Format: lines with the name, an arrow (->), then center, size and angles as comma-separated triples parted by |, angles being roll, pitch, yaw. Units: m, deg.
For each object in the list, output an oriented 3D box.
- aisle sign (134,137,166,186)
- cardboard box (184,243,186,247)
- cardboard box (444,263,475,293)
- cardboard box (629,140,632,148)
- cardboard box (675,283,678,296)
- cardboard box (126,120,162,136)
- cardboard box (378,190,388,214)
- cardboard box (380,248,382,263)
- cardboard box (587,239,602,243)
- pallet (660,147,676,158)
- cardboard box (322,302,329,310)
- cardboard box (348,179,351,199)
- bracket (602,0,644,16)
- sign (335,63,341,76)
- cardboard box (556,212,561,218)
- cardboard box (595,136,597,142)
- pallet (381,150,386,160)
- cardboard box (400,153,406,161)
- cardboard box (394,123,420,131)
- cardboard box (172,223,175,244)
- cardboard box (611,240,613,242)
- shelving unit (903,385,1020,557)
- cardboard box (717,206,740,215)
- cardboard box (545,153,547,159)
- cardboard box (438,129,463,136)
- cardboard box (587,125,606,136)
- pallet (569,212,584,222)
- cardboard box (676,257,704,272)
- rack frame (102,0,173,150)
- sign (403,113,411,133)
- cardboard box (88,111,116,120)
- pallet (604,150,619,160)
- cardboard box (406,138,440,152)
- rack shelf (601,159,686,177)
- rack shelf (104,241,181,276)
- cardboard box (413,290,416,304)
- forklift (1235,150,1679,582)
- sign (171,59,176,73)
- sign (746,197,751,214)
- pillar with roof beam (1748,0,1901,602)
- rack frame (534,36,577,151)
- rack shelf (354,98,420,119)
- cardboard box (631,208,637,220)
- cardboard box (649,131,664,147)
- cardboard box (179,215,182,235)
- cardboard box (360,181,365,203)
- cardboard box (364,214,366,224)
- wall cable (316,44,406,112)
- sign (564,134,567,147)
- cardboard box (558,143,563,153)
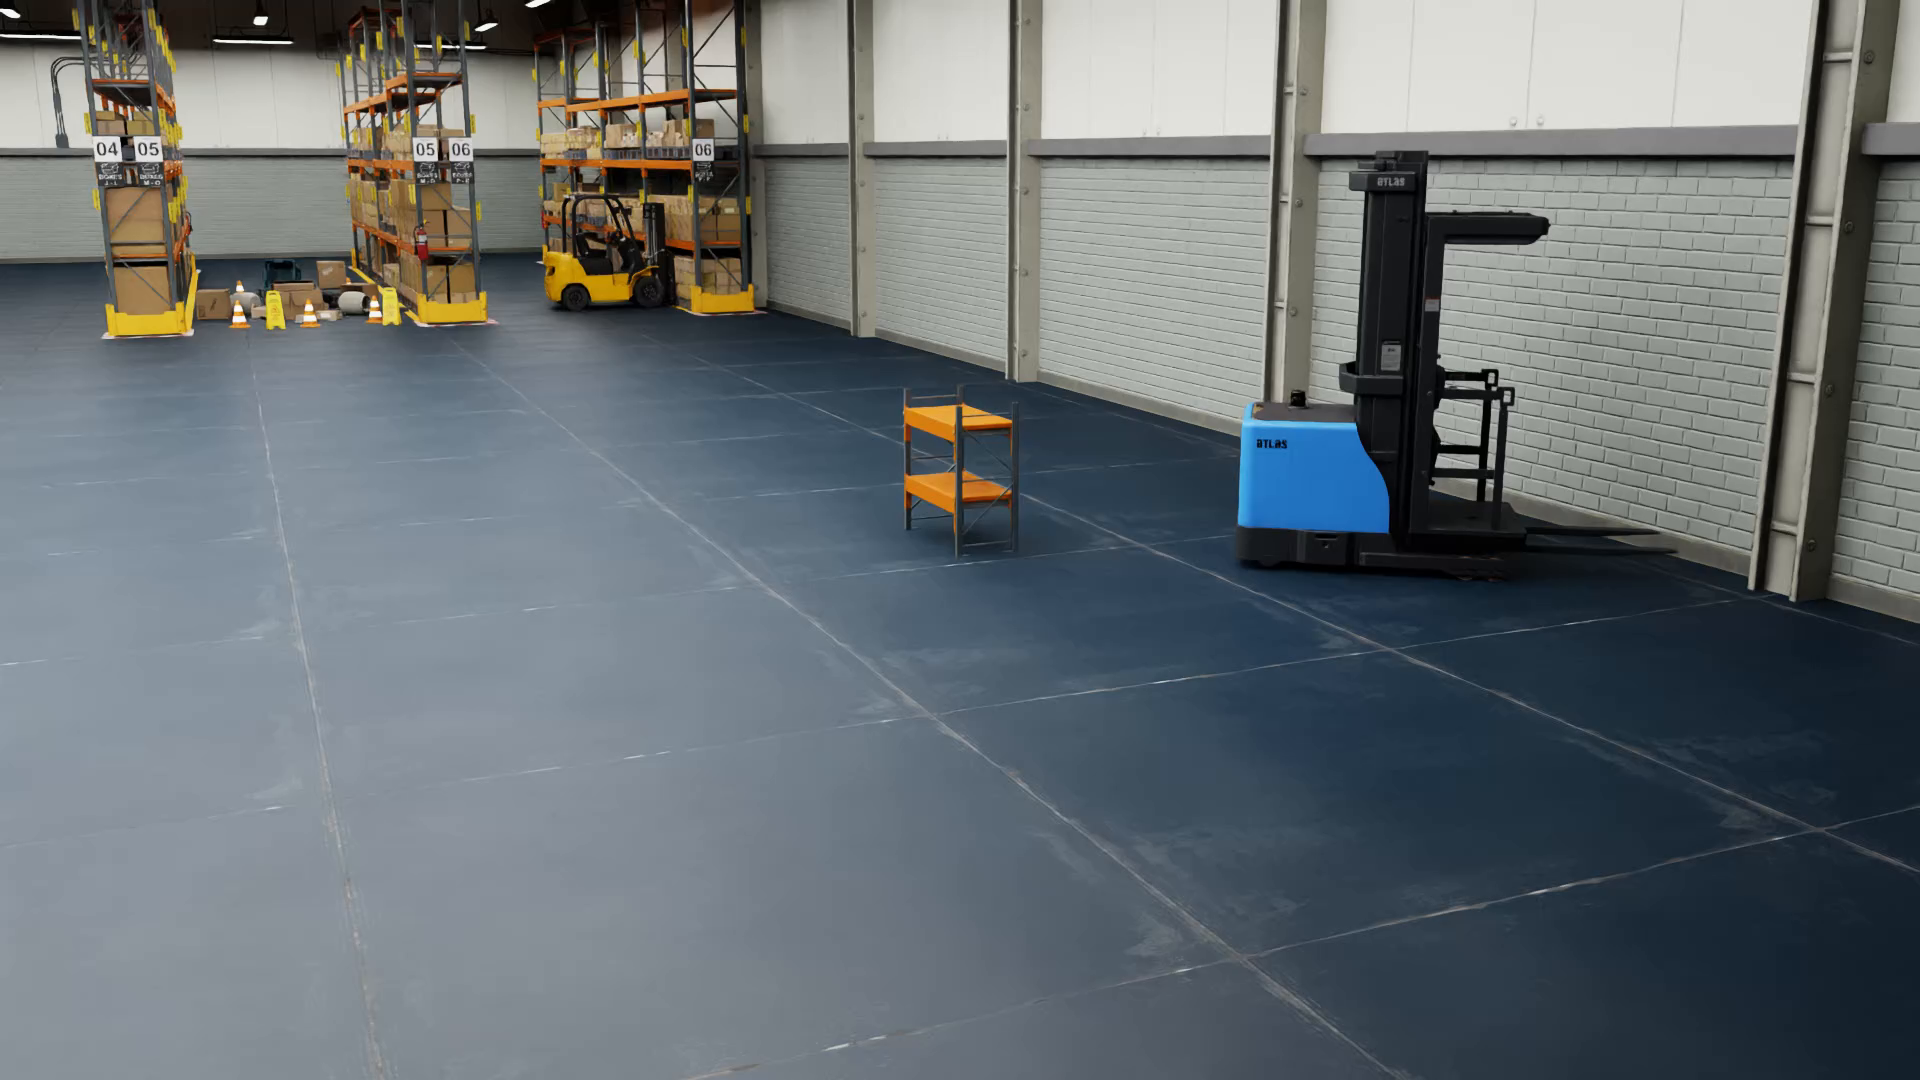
aisle sign -> -13.268, -6.197, 27.228 | 0.394, 0.787, 0.004 | -6, 14, -23
cardboard box -> -17.655, -6.511, 37.299 | 0.500, 0.250, 0.500 | -5, 14, -20
cardboard box -> -9.156, -4.813, 30.517 | 0.500, 0.500, 0.500 | -6, 14, -25
cardboard box -> -6.851, -8.454, 35.495 | 0.380, 0.149, 0.250 | -6, 14, -23
cardboard box -> -5.390, -4.977, 32.887 | 0.500, 0.250, 0.500 | -5, 14, -22
cardboard box -> -13.530, -6.828, 27.585 | 0.500, 0.250, 0.500 | -6, 14, -23
cardboard box -> -12.313, -7.323, 36.047 | 0.500, 0.500, 0.500 | -6, 14, -25
cardboard box -> -12.835, -6.543, 38.270 | 0.875, 0.875, 0.875 | -5, 14, -22
cardboard box -> -9.020, -7.362, 41.198 | 0.380, 0.149, 0.250 | -6, 14, -24
pallet -> -5.282, -7.654, 32.834 | 1.003, 0.211, 1.213 | -6, 14, -23
cardboard box -> -12.319, -4.518, 31.804 | 0.396, 0.266, 0.258 | 6, 14, 26
cardboard box -> -15.555, -9.103, 43.109 | 0.500, 0.500, 0.500 | -6, 14, -24
bracket -> -7.910, -12.563, 39.209 | 0.076, 0.066, 4.783 | -6, 14, -23
sign -> -15.997, -12.098, 42.762 | 0.100, 0.325, 0.005 | -6, 14, -23
cardboard box -> -10.464, -8.603, 43.944 | 0.380, 0.149, 0.250 | -5, 14, -22
cardboard box -> -8.305, -9.374, 38.857 | 0.380, 0.149, 0.250 | -6, 14, -25
pallet -> -11.247, -7.934, 34.261 | 1.213, 0.211, 1.003 | -6, 14, -23
cardboard box -> -10.132, -7.087, 30.743 | 0.380, 0.149, 0.250 | -6, 14, -24
cardboard box -> -11.028, -8.157, 33.103 | 0.500, 0.250, 0.500 | -5, 14, -22
cardboard box -> -14.774, -5.631, 30.215 | 0.875, 0.550, 0.550 | -6, 14, -23
cardboard box -> -8.368, -7.304, 40.949 | 0.380, 0.149, 0.250 | -5, 14, -22
shelving unit -> -0.003, -0.549, 12.749 | 0.538, 1.125, 1.048 | -6, 14, -23
cardboard box -> -4.428, -6.294, 31.750 | 0.380, 0.149, 0.250 | -6, 14, -24
cardboard box -> -11.025, -10.393, 45.028 | 0.380, 0.149, 0.250 | -5, 14, -22
cardboard box -> -9.032, -7.205, 29.487 | 0.380, 0.149, 0.250 | -6, 14, -23
cardboard box -> -9.015, -10.145, 41.224 | 0.396, 0.266, 0.258 | -6, 14, -23
pallet -> -9.117, -8.046, 41.408 | 1.003, 0.211, 1.213 | -6, 14, -23
cardboard box -> -5.210, -5.359, 32.323 | 0.500, 0.250, 0.500 | -5, 14, -22
rack frame -> -16.776, -9.494, 33.933 | 1.000, 3.000, 0.127 | -6, 14, -23
sign -> -9.593, -7.233, 28.853 | 0.100, 0.325, 0.005 | -6, 14, -23
cardboard box -> -14.018, -6.938, 27.177 | 0.380, 0.149, 0.250 | -5, 14, -22
pallet -> -7.381, -8.725, 37.684 | 1.213, 0.211, 1.003 | -5, 14, -20
cardboard box -> -9.529, -7.001, 29.486 | 0.500, 0.250, 0.500 | -6, 14, -24
rack shelf -> -6.934, -8.186, 36.529 | 1.077, 0.370, 4.000 | -6, 14, -23
rack shelf -> -14.373, -4.981, 29.334 | 1.077, 0.370, 4.000 | -6, 14, -23
cardboard box -> -9.847, -4.502, 30.834 | 0.500, 0.250, 0.500 | -6, 14, -23
forklift -> 3.560, -1.268, 11.846 | 3.031, 2.935, 1.130 | 3, 13, 11
sign -> -19.464, -11.725, 41.149 | 0.100, 0.325, 0.005 | -6, 14, -23
sign -> -4.019, -6.345, 31.535 | 0.100, 0.325, 0.005 | -6, 14, -23
pillar with roof beam -> 1.686, -3.636, 8.623 | 9.100, 9.000, 0.400 | -6, 14, -23
rack frame -> -10.939, -12.064, 45.036 | 1.000, 3.000, 0.127 | -6, 14, -23
rack shelf -> -13.082, -9.830, 37.866 | 1.077, 0.370, 4.000 | -6, 14, -23
cardboard box -> -6.776, -7.016, 35.756 | 0.500, 0.250, 0.500 | -6, 14, -24
cardboard box -> -6.022, -8.139, 33.776 | 0.500, 0.311, 0.500 | -5, 14, -22
cardboard box -> -16.151, -6.448, 33.855 | 0.500, 0.500, 0.500 | -6, 14, -23
cardboard box -> -13.971, -8.284, 39.573 | 0.500, 0.500, 0.500 | -5, 14, -22
cardboard box -> -13.949, -7.678, 39.723 | 0.500, 0.250, 0.500 | -6, 14, -24
wall cable -> -17.332, -12.832, 48.355 | 2.355, 3.000, 0.029 | -6, 14, -23
sign -> -9.831, -9.977, 41.527 | 0.100, 0.325, 0.005 | -6, 14, -23
cardboard box -> -9.978, -10.031, 42.580 | 0.500, 0.250, 0.500 | -6, 14, -25
